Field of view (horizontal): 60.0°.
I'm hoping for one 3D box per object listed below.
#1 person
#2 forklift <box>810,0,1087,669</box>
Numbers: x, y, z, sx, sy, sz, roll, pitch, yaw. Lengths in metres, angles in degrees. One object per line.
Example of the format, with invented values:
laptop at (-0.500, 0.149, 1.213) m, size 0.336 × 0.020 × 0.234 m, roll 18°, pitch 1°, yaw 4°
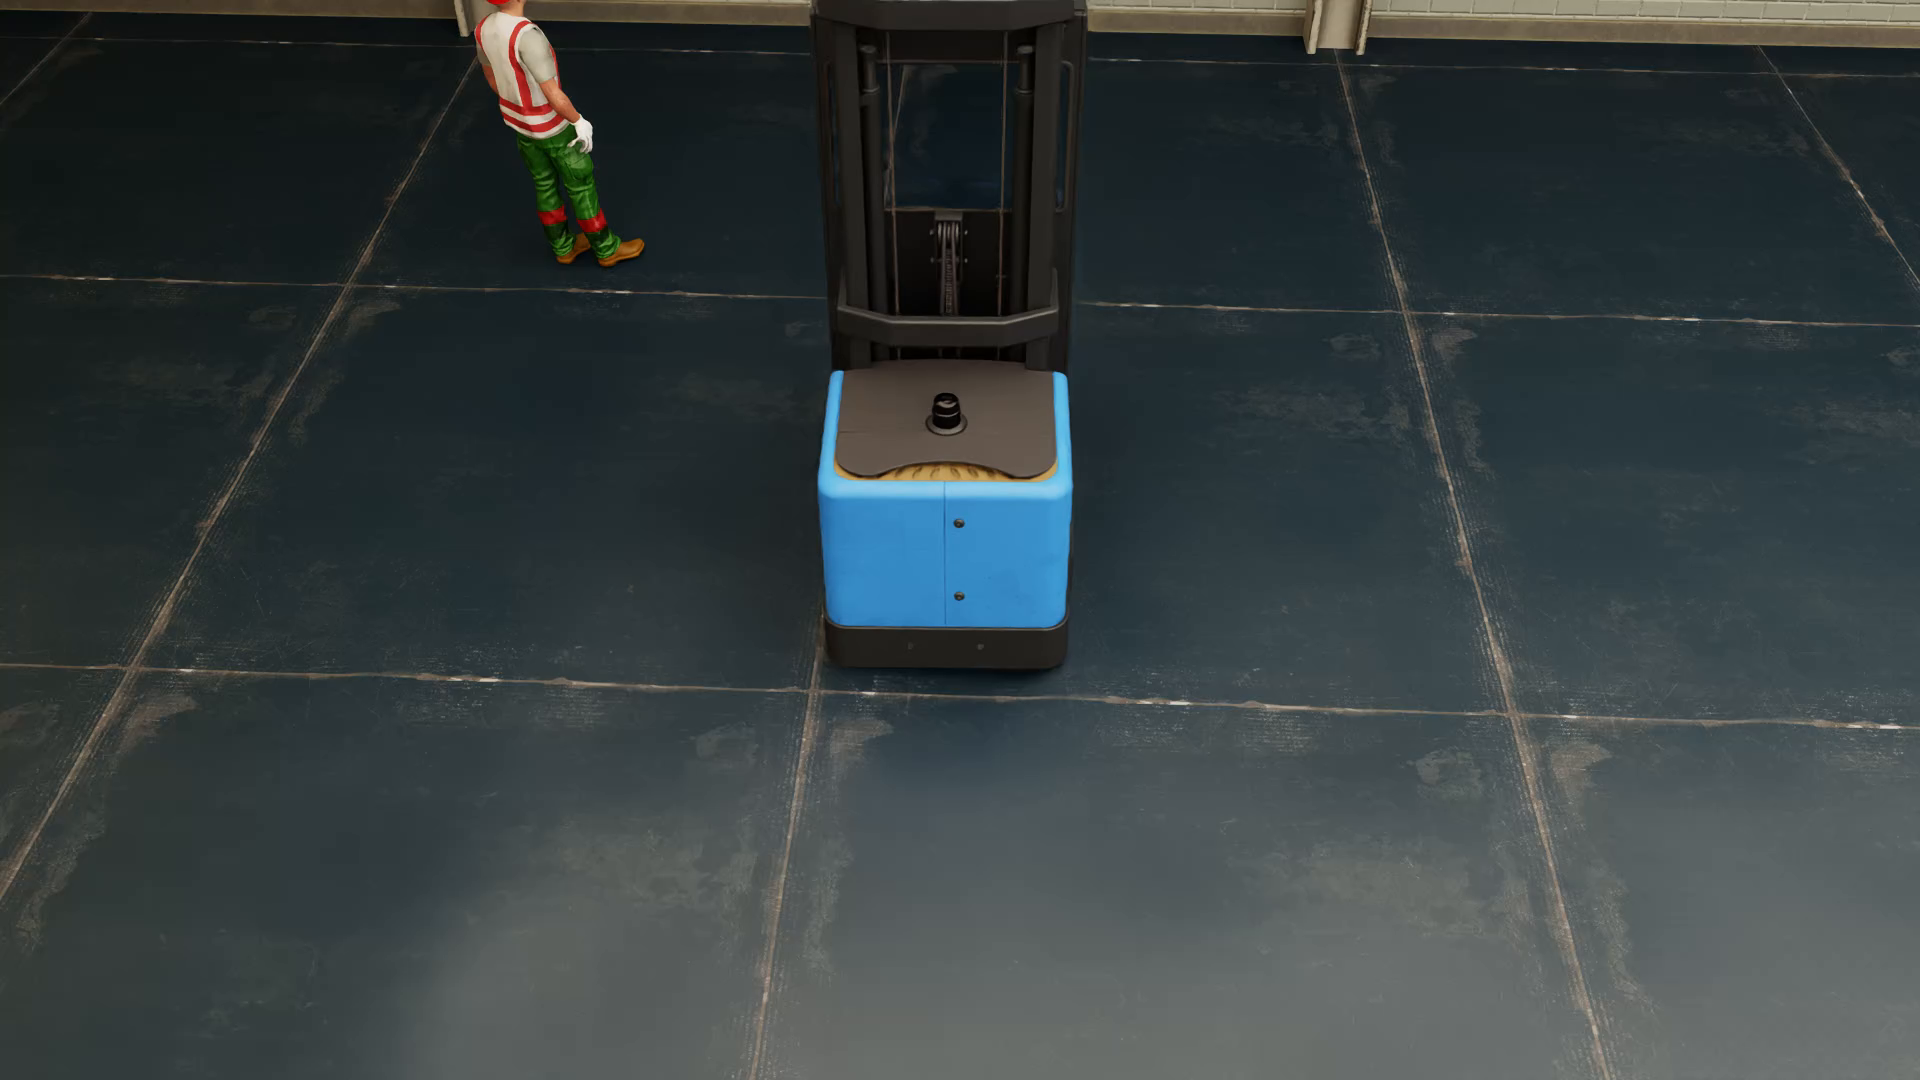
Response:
person at (-2.235, -2.334, 9.135) m, size 0.638 × 1.786 × 0.566 m, roll 27°, pitch 49°, yaw 26°
forklift at (-0.041, -1.496, 7.380) m, size 1.130 × 2.935 × 3.031 m, roll 1°, pitch 42°, yaw 1°
